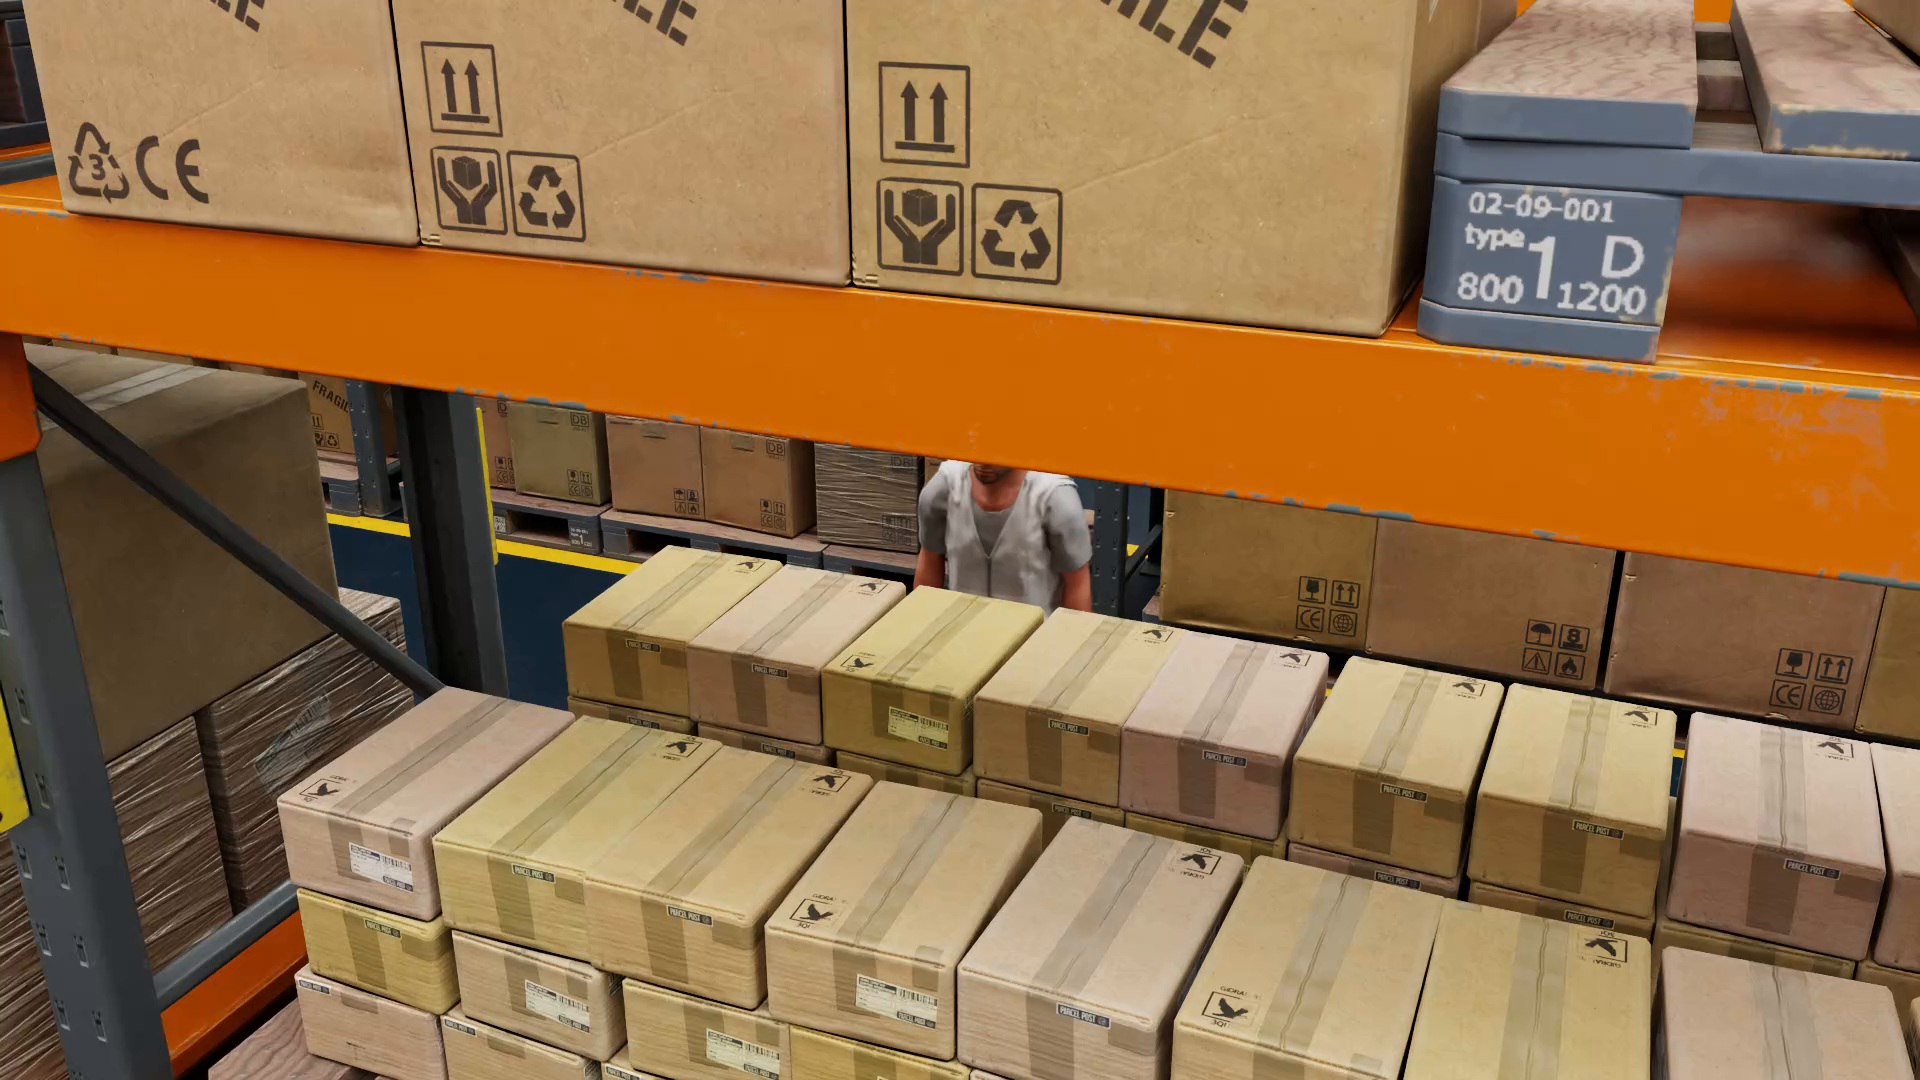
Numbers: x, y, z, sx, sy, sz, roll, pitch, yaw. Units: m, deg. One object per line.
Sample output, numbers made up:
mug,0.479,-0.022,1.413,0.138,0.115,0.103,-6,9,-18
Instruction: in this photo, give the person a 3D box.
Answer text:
person,0.110,0.348,5.214,0.610,1.779,0.455,8,24,20
